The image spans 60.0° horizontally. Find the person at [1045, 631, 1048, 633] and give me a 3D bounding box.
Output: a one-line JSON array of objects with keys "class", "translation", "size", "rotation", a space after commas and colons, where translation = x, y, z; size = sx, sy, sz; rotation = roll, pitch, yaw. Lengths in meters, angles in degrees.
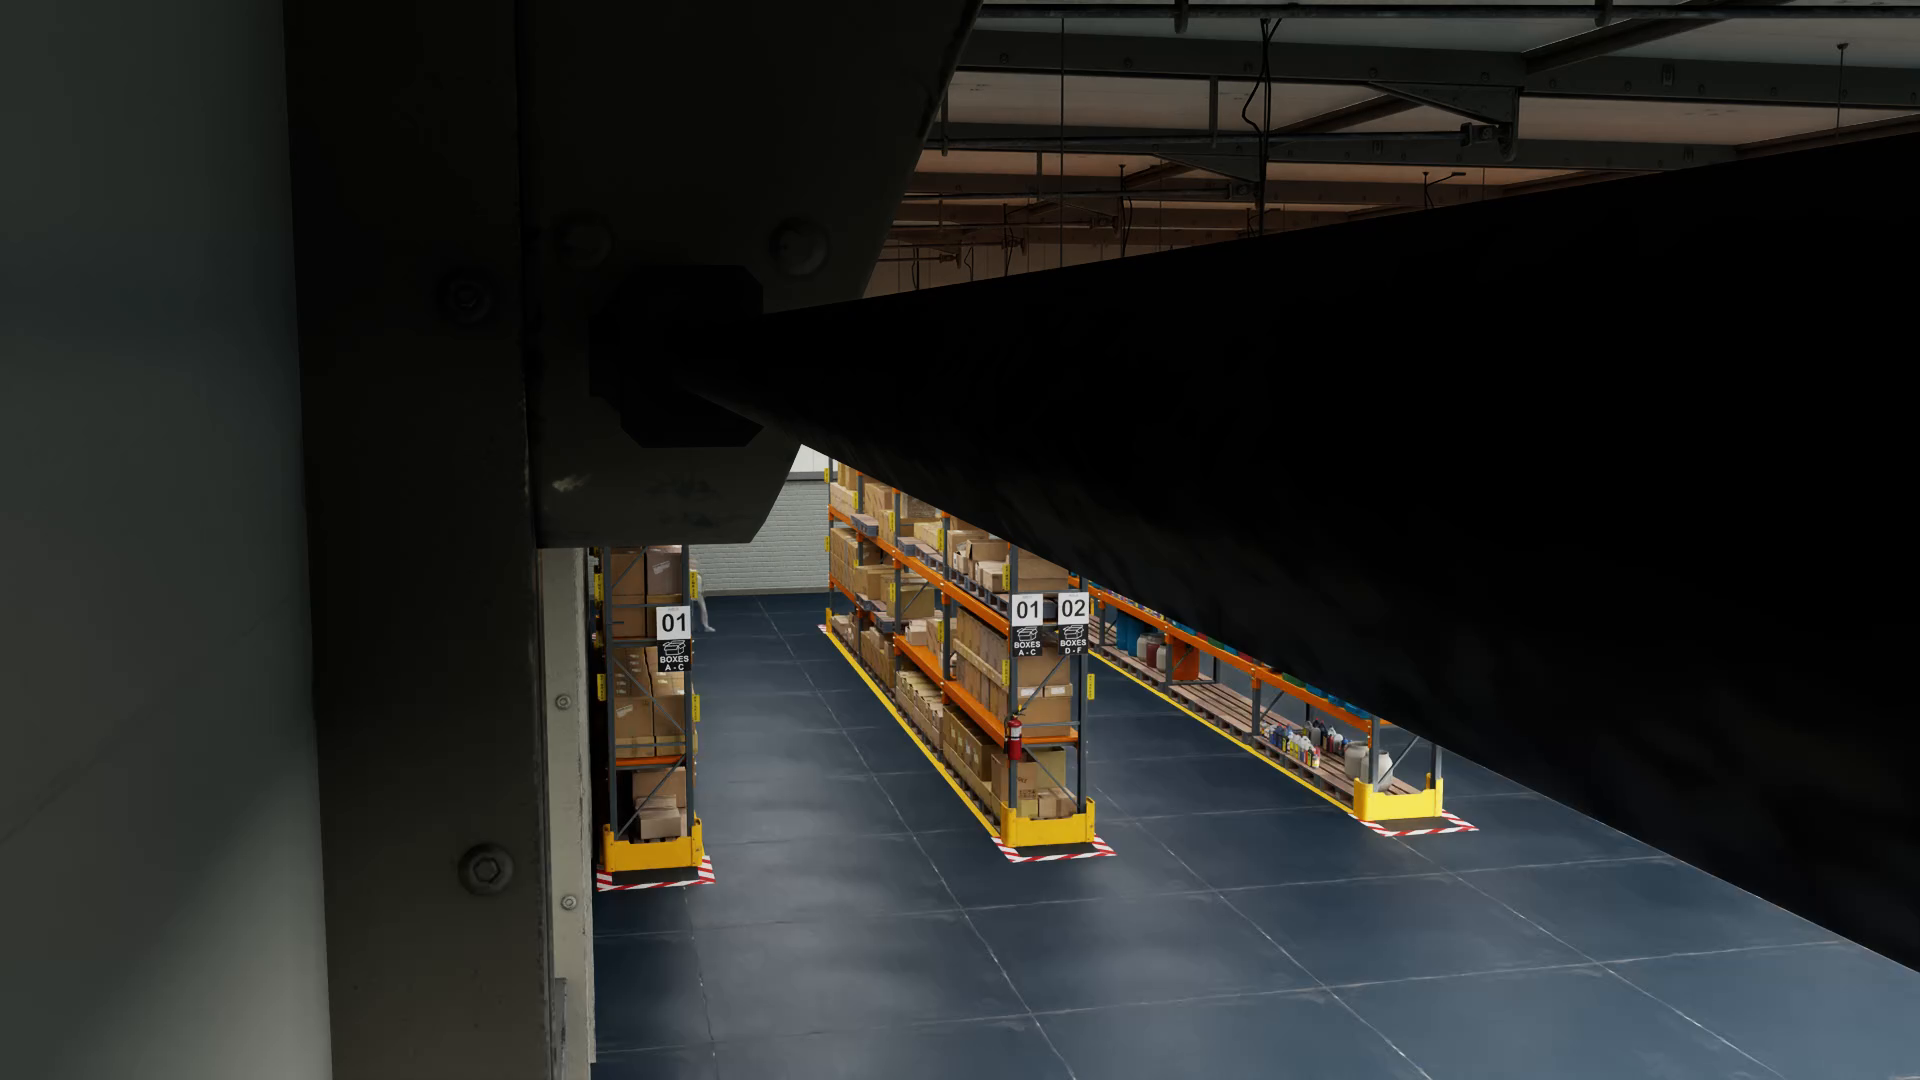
[{"class": "person", "translation": [1.685, 1.332, 34.923], "size": [0.379, 1.729, 0.602], "rotation": [-3, 7, -22]}]

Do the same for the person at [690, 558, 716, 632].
[{"class": "person", "translation": [-5.789, 1.198, 36.311], "size": [0.857, 1.642, 0.528], "rotation": [6, 9, 42]}]
